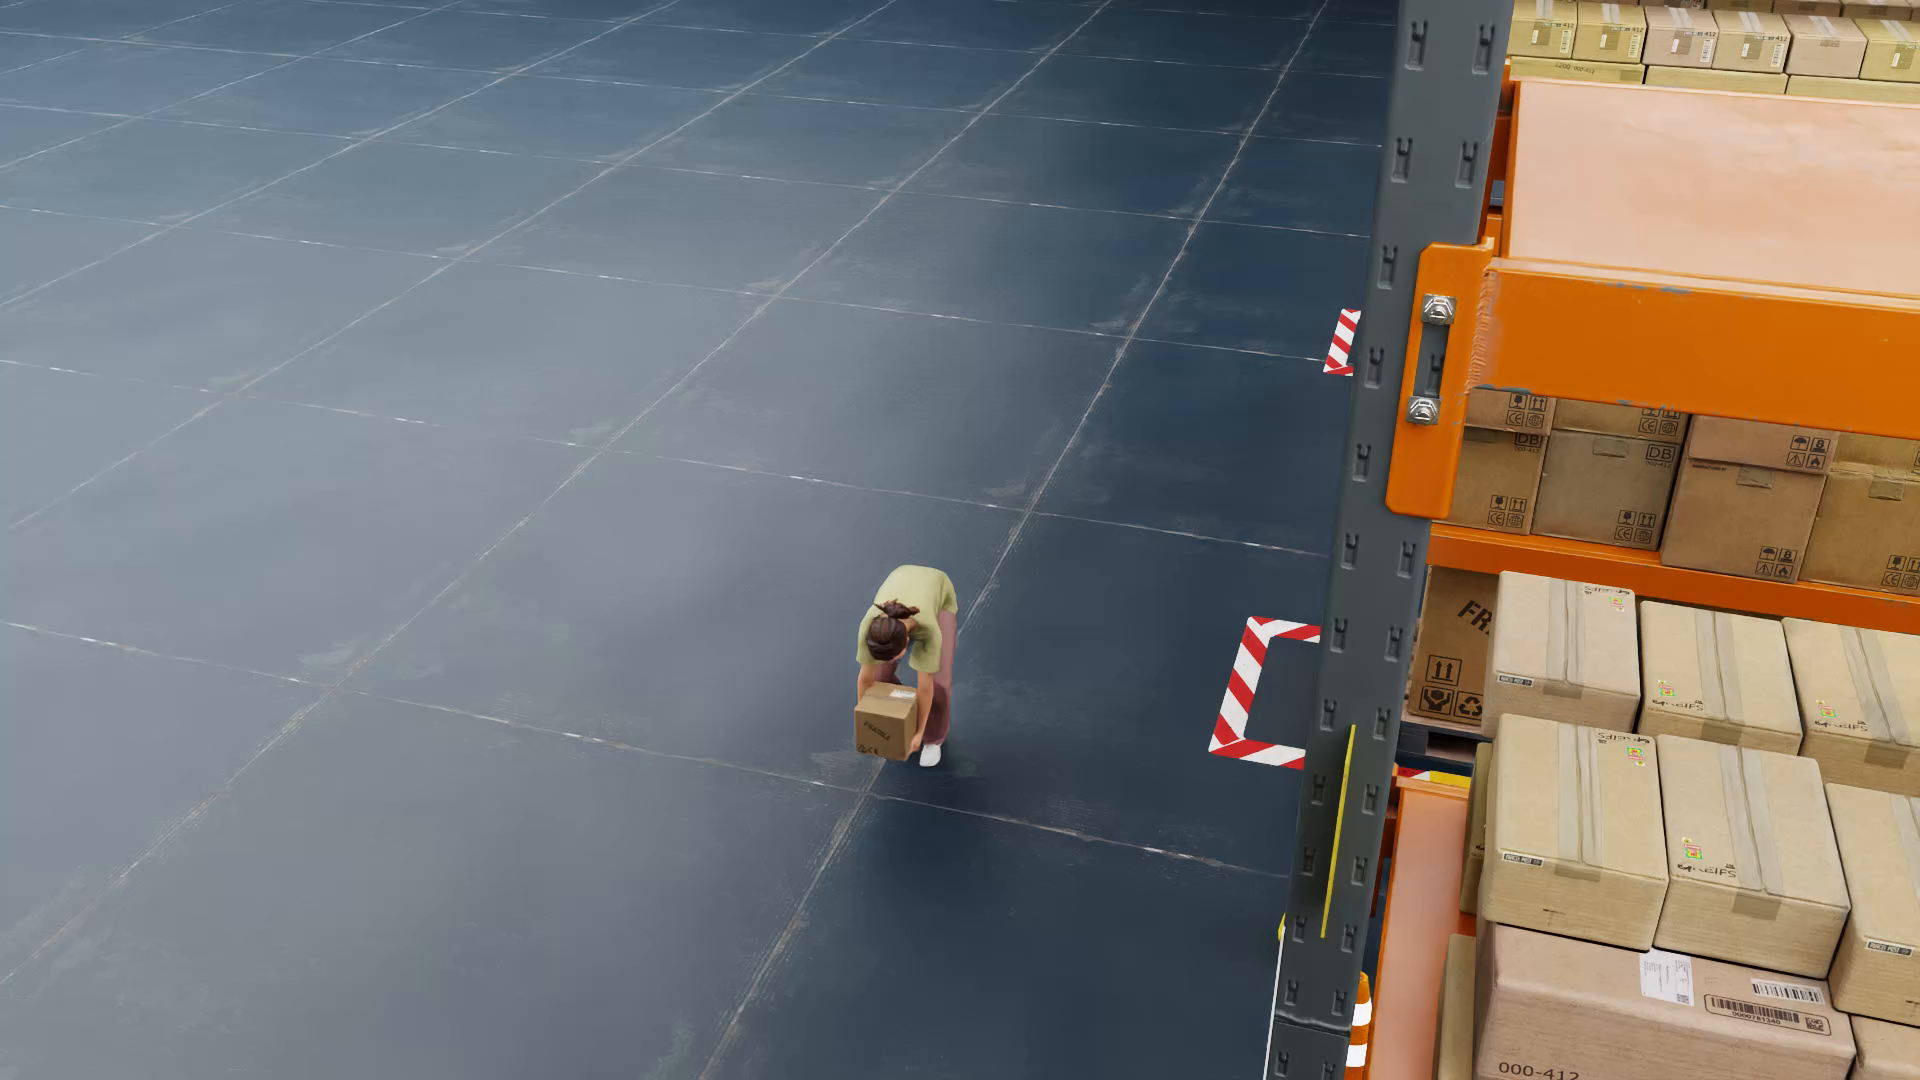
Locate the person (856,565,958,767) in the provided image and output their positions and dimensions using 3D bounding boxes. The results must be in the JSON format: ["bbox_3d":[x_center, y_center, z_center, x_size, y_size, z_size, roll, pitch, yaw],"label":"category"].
[{"bbox_3d":[-0.265,0.642,7.981,0.449,1.069,0.865,7,30,12],"label":"person"}]
